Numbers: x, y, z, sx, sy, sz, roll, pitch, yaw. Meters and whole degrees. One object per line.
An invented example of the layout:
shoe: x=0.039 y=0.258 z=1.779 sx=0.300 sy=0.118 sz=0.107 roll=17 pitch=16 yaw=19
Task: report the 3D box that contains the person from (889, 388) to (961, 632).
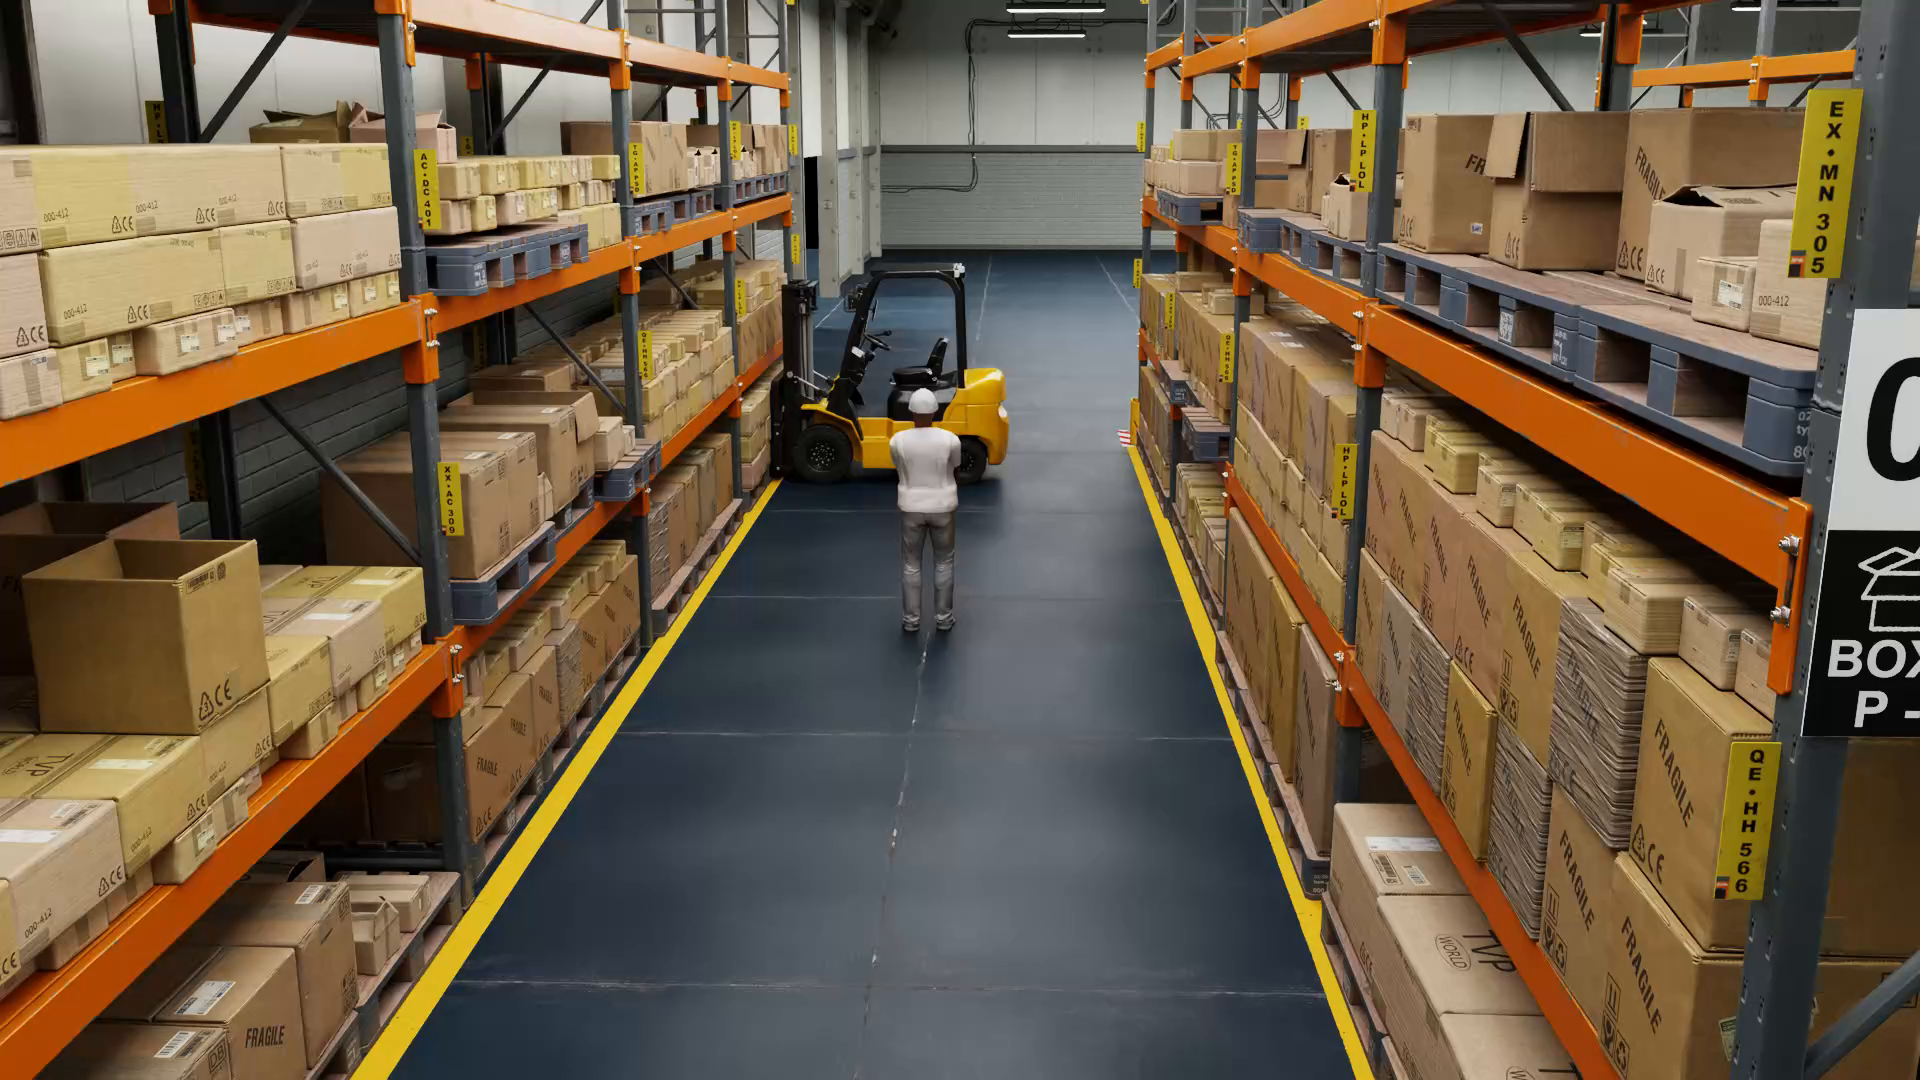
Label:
person: x=-0.238 y=-0.236 z=11.921 sx=0.503 sy=1.760 sz=0.586 roll=1 pitch=14 yaw=3
